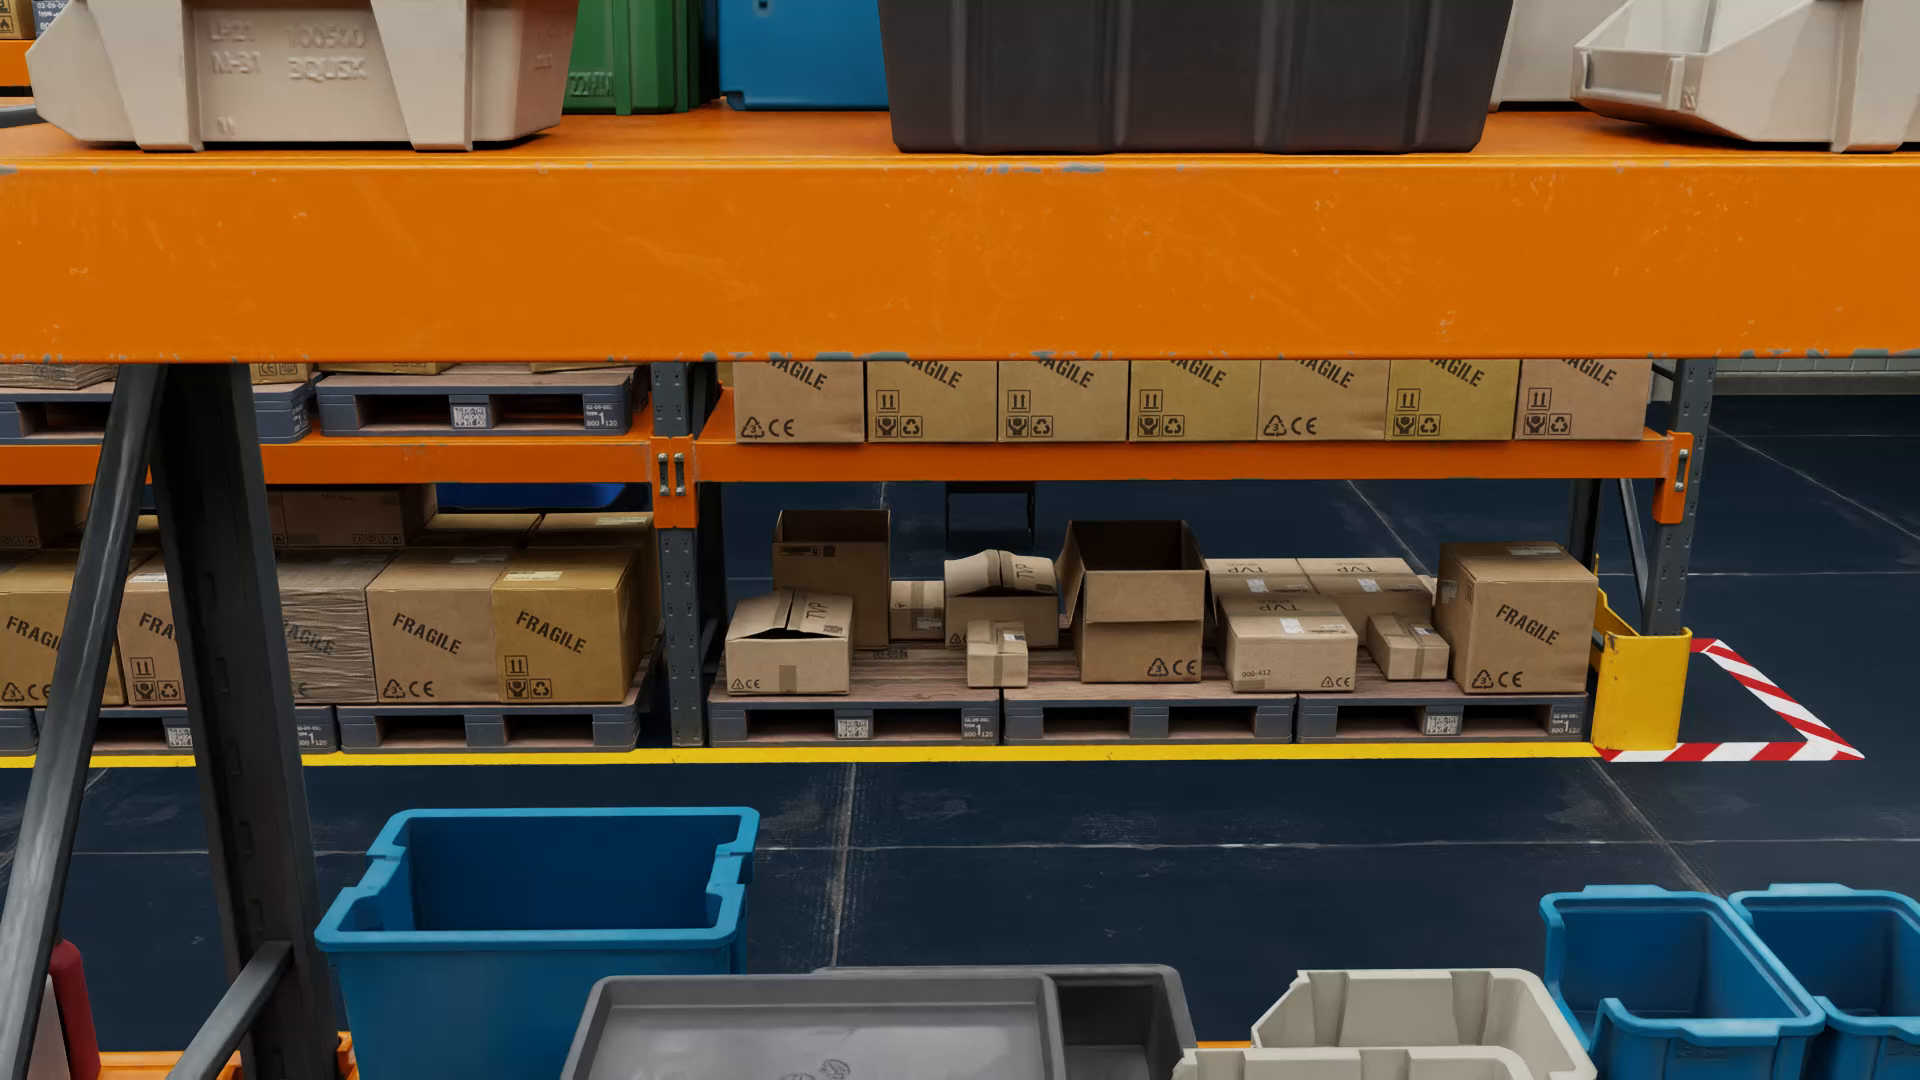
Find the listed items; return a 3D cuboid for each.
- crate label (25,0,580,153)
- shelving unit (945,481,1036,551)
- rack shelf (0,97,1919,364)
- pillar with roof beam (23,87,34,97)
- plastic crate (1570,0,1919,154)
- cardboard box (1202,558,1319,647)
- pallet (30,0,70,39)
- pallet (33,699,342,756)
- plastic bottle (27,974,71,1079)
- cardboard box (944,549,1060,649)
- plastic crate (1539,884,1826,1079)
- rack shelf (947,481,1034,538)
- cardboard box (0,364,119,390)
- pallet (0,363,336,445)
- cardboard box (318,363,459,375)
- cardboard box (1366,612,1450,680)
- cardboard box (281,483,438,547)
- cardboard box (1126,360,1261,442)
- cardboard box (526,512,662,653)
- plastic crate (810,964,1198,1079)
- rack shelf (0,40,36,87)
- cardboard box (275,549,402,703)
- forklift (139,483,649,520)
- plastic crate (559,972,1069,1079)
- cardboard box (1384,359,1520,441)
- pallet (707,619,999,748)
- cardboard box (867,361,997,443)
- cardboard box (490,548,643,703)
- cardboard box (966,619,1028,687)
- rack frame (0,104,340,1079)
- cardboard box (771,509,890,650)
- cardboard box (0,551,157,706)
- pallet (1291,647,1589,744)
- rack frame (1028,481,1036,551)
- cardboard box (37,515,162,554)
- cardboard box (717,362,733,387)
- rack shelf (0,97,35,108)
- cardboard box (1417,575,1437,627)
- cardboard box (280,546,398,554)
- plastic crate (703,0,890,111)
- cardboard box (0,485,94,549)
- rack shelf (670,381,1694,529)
[{"bbox_3d":[-0.565,-0.425,1.482,0.466,0.136,0.293,0,18,-1],"label":"crate label"},{"bbox_3d":[0.166,-1.001,9.229,0.503,2.100,0.431,0,18,-1],"label":"shelving unit"},{"bbox_3d":[0.941,-0.303,1.850,4.000,0.370,1.077,0,18,-1],"label":"rack shelf"},{"bbox_3d":[-6.460,-4.014,7.329,0.400,9.000,9.100,0,18,-1],"label":"pillar with roof beam"},{"bbox_3d":[0.879,-0.444,1.543,0.530,0.136,0.437,0,18,-1],"label":"plastic crate"},{"bbox_3d":[1.318,0.280,7.544,0.500,0.250,0.500,0,18,-1],"label":"cardboard box"},{"bbox_3d":[-2.823,-2.072,6.493,1.003,0.211,1.213,0,18,-1],"label":"pallet"},{"bbox_3d":[-3.169,0.629,7.241,1.213,0.211,1.003,0,18,-1],"label":"pallet"},{"bbox_3d":[-1.456,0.718,2.478,0.185,0.351,0.144,0,18,-1],"label":"plastic bottle"},{"bbox_3d":[0.182,0.257,7.517,0.500,0.311,0.500,0,18,-1],"label":"cardboard box"},{"bbox_3d":[1.072,0.732,2.530,0.300,0.233,0.416,0,18,-1],"label":"plastic crate"},{"bbox_3d":[0.166,-0.321,9.447,0.480,0.518,0.431,0,18,-1],"label":"rack shelf"},{"bbox_3d":[-3.587,-0.933,6.693,0.500,0.500,0.700,3,18,10],"label":"cardboard box"},{"bbox_3d":[-3.188,-0.621,6.887,1.213,0.211,1.003,0,18,-1],"label":"pallet"},{"bbox_3d":[-2.297,-1.012,6.940,0.500,0.500,0.700,3,18,8],"label":"cardboard box"},{"bbox_3d":[1.920,0.452,7.147,0.250,0.166,0.380,0,18,-1],"label":"cardboard box"},{"bbox_3d":[-2.621,-0.164,7.294,0.500,0.250,0.500,0,18,-1],"label":"cardboard box"},{"bbox_3d":[0.901,-0.696,6.642,0.500,0.500,0.500,-1,18,-2],"label":"cardboard box"},{"bbox_3d":[-1.621,0.188,7.423,0.500,0.500,0.500,-1,18,-3],"label":"cardboard box"},{"bbox_3d":[0.056,0.807,2.473,0.590,0.125,0.437,0,18,-1],"label":"plastic crate"},{"bbox_3d":[-3.133,-1.797,6.506,4.000,0.370,1.077,0,18,-1],"label":"rack shelf"},{"bbox_3d":[-2.618,0.352,6.912,0.500,0.500,0.500,0,18,0],"label":"cardboard box"},{"bbox_3d":[-3.410,-1.449,9.266,3.031,2.935,1.130,1,18,2],"label":"forklift"},{"bbox_3d":[-0.162,0.805,1.924,0.583,0.464,0.402,0,18,-1],"label":"plastic crate"},{"bbox_3d":[1.904,-0.699,6.652,0.500,0.500,0.500,0,18,0],"label":"cardboard box"},{"bbox_3d":[-0.447,0.604,7.319,1.213,0.211,1.003,0,18,-1],"label":"pallet"},{"bbox_3d":[-0.107,-0.691,6.628,0.500,0.500,0.500,0,18,0],"label":"cardboard box"},{"bbox_3d":[-1.622,0.350,6.918,0.500,0.500,0.500,0,18,-1],"label":"cardboard box"},{"bbox_3d":[0.155,0.476,7.072,0.250,0.166,0.380,0,18,-1],"label":"cardboard box"},{"bbox_3d":[-1.059,0.793,2.165,0.053,2.616,0.949,0,18,-1],"label":"rack frame"},{"bbox_3d":[-0.568,0.171,7.477,0.500,0.500,0.500,0,18,-1],"label":"cardboard box"},{"bbox_3d":[-3.648,0.359,6.889,0.500,0.500,0.500,-1,18,-2],"label":"cardboard box"},{"bbox_3d":[1.993,0.592,7.356,1.213,0.211,1.003,0,18,-1],"label":"pallet"},{"bbox_3d":[0.409,-1.002,9.233,0.015,2.100,0.400,0,18,-1],"label":"rack frame"},{"bbox_3d":[-3.684,0.201,7.383,0.500,0.500,0.500,-1,18,-3],"label":"cardboard box"},{"bbox_3d":[-1.863,-1.367,11.731,0.750,0.750,0.750,0,18,0],"label":"cardboard box"},{"bbox_3d":[-3.059,-0.284,1.790,4.000,0.370,1.077,0,18,-1],"label":"rack shelf"},{"bbox_3d":[2.192,0.298,7.627,0.250,0.166,0.380,0,18,-1],"label":"cardboard box"},{"bbox_3d":[-2.654,0.194,7.404,0.500,0.500,0.500,0,18,0],"label":"cardboard box"},{"bbox_3d":[-0.154,-0.658,2.053,0.300,0.233,0.416,0,18,-1],"label":"plastic crate"},{"bbox_3d":[-4.145,-0.156,7.266,0.500,0.250,0.500,0,18,1],"label":"cardboard box"},{"bbox_3d":[0.866,-0.388,7.024,4.000,0.370,1.077,0,18,-1],"label":"rack shelf"}]
